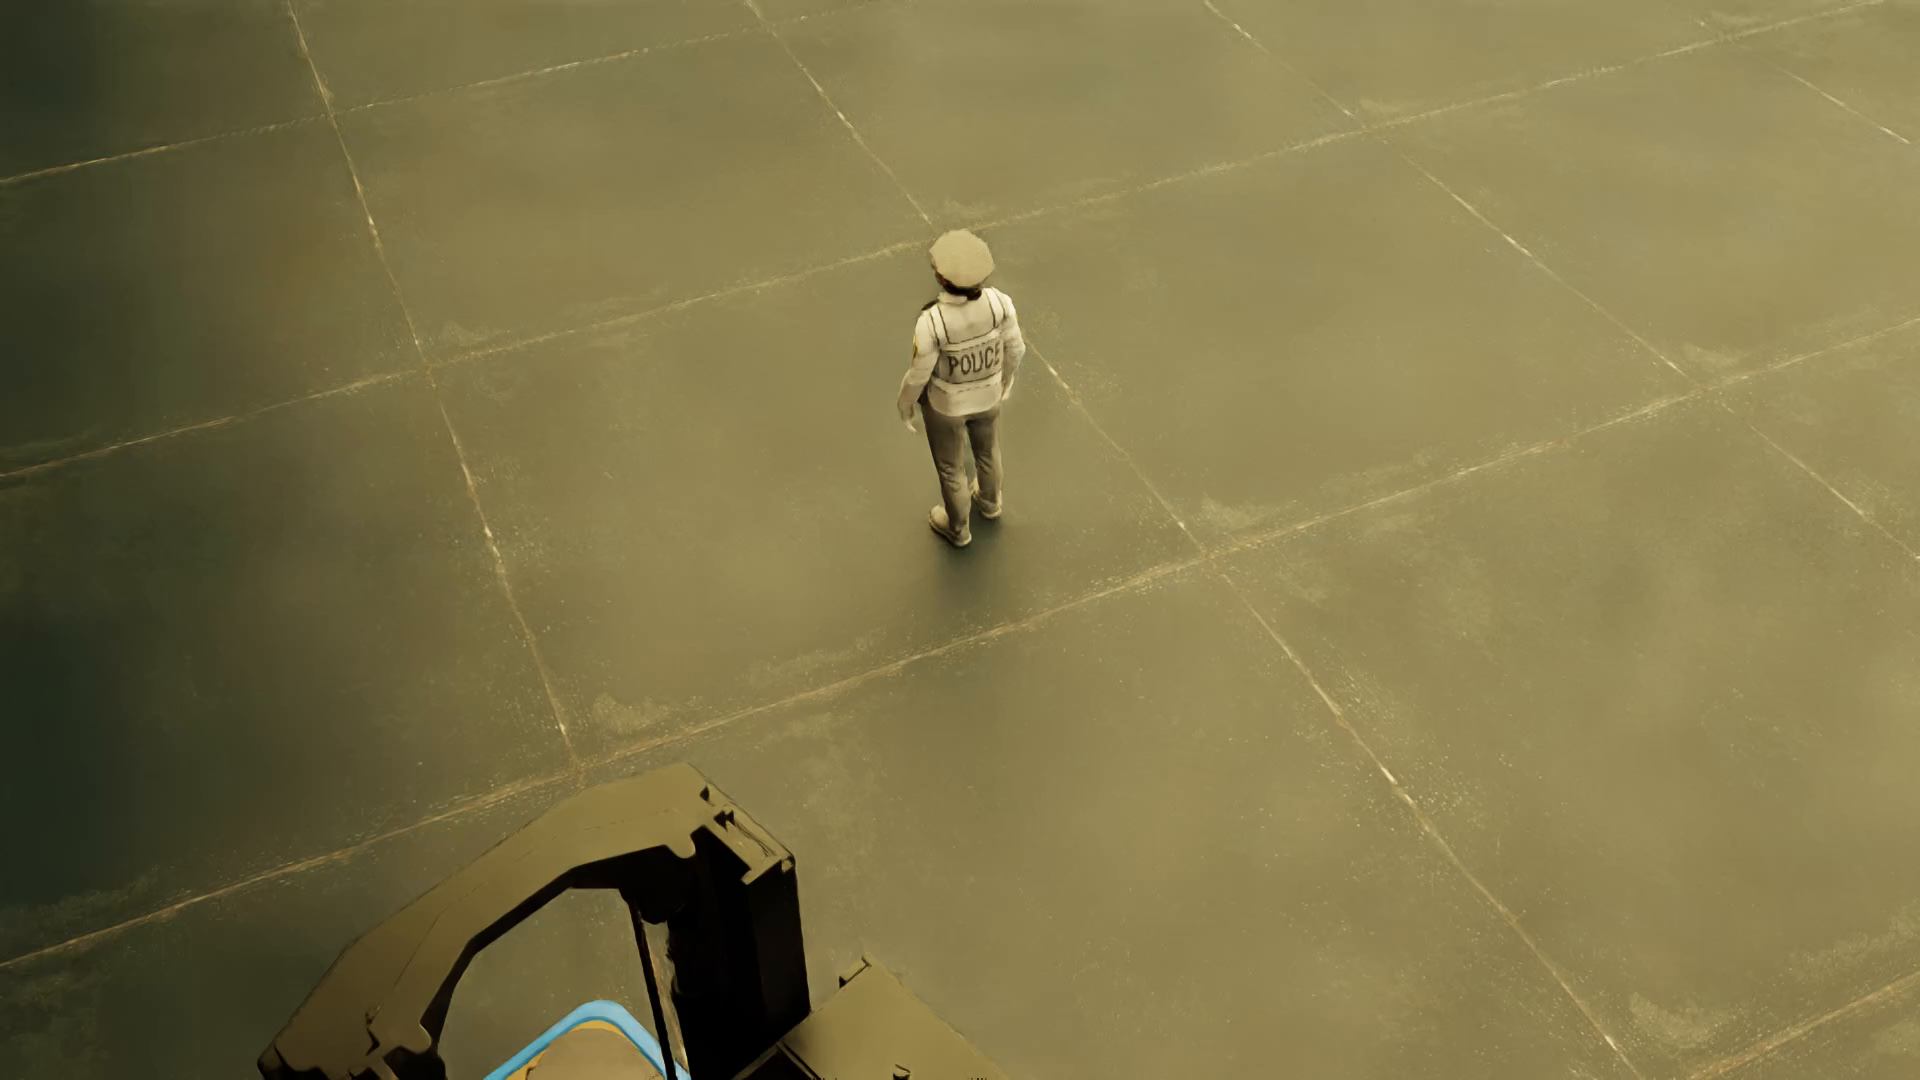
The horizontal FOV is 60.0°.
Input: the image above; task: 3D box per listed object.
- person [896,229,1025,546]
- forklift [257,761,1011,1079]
[{"bbox_3d":[-0.022,-0.669,7.292,0.586,1.695,0.532,-18,46,-18],"label":"person"},{"bbox_3d":[-0.347,1.975,3.564,1.130,2.935,3.031,-34,53,-31],"label":"forklift"}]
